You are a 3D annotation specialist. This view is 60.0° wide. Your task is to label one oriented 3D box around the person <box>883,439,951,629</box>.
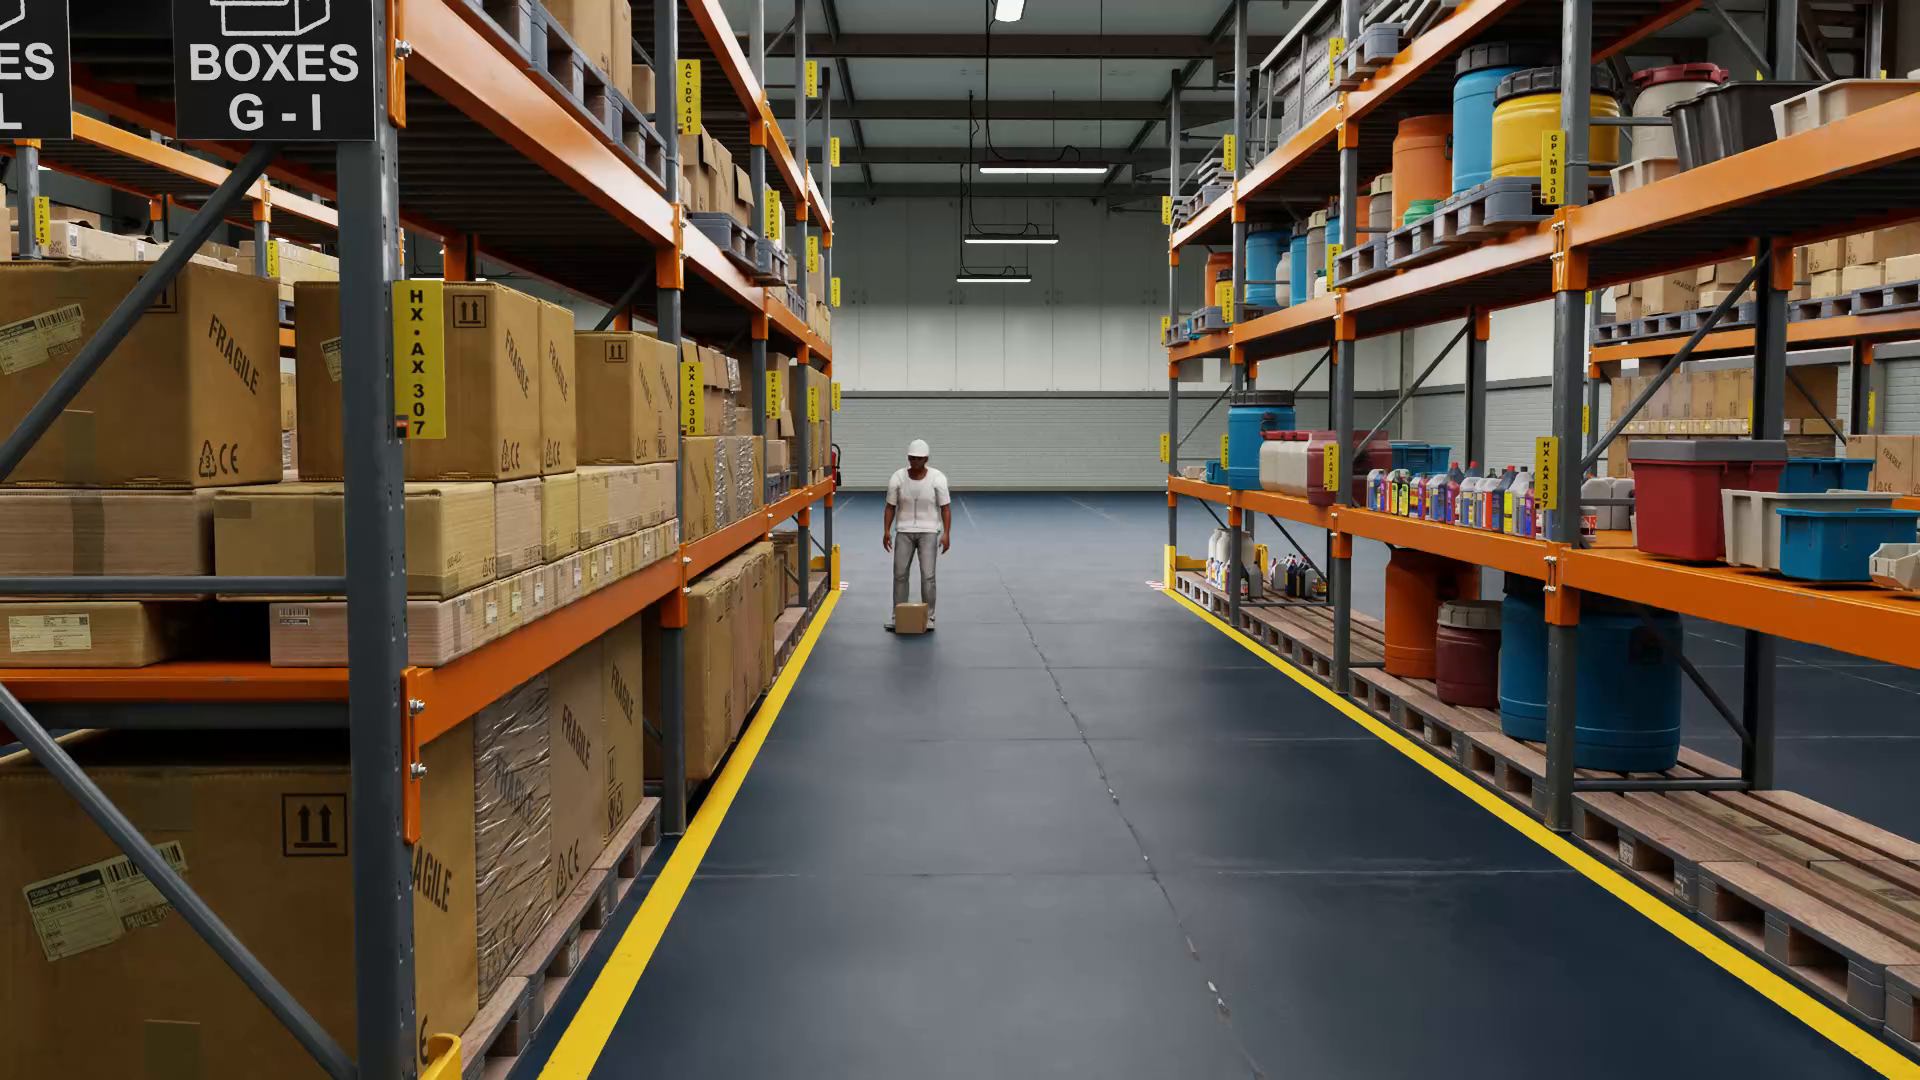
[{"bbox_3d":[-0.401,-0.051,15.392,0.631,1.759,0.461,1,4,9],"label":"person"}]
